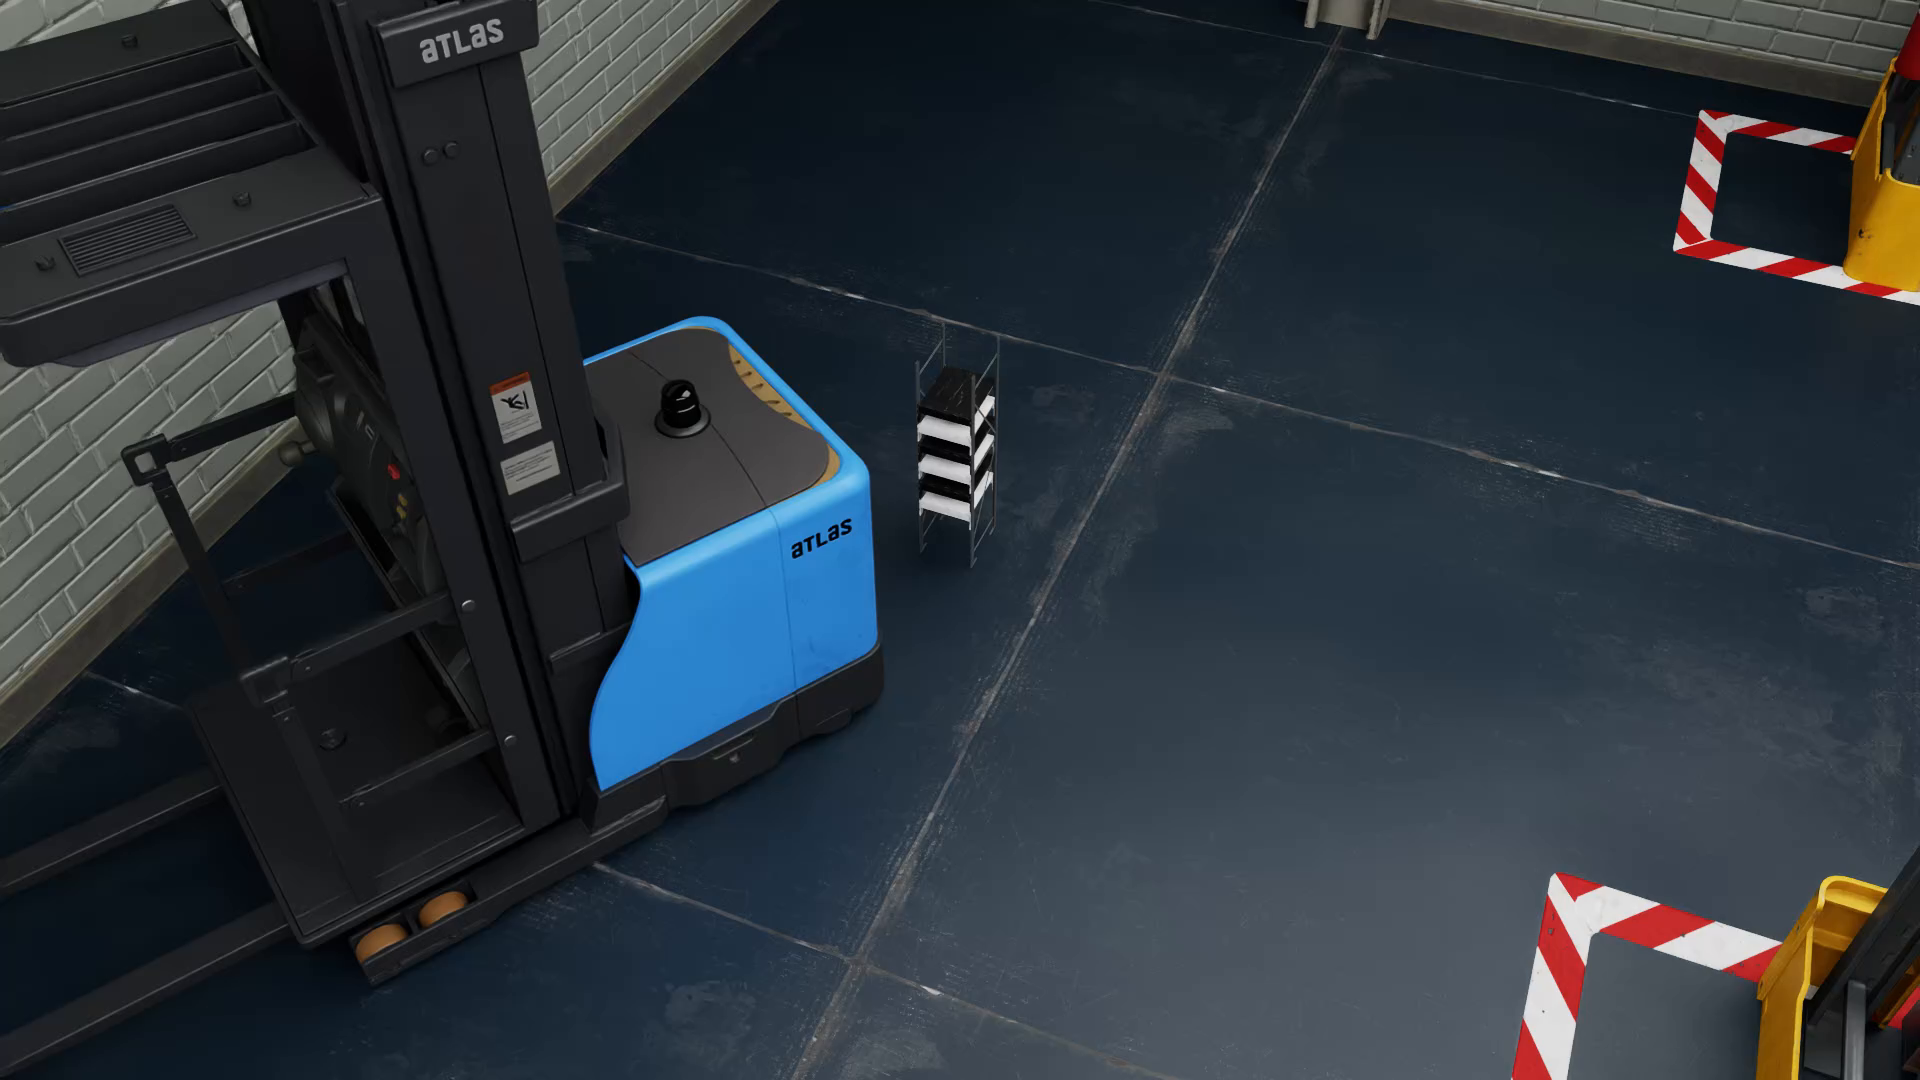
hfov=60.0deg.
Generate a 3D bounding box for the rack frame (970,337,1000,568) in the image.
[{"bbox_3d":[0.086,-0.294,5.907,0.006,0.900,0.240,16,47,16],"label":"rack frame"}]

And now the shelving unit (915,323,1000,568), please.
[{"bbox_3d":[-0.007,-0.321,5.935,0.210,0.900,0.258,16,47,16],"label":"shelving unit"}]

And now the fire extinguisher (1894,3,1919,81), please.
[{"bbox_3d":[3.943,-2.171,6.624,0.183,0.674,0.296,16,47,16],"label":"fire extinguisher"}]

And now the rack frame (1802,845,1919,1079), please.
[{"bbox_3d":[2.349,0.641,3.479,0.127,3.000,1.000,16,47,16],"label":"rack frame"}]

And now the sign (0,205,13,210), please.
[{"bbox_3d":[-2.939,-0.956,4.893,0.001,0.218,0.327,16,47,16],"label":"sign"}]

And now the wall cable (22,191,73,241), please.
[{"bbox_3d":[-2.864,-1.247,4.634,0.123,1.953,0.585,16,47,16],"label":"wall cable"}]

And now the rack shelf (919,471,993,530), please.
[{"bbox_3d":[-0.007,-0.170,6.085,0.200,0.077,0.258,16,47,16],"label":"rack shelf"}]

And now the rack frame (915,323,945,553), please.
[{"bbox_3d":[-0.101,-0.349,5.963,0.006,0.900,0.240,16,47,16],"label":"rack frame"}]

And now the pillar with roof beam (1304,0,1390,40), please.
[{"bbox_3d":[0.458,-3.235,3.121,0.400,9.000,9.100,16,47,16],"label":"pillar with roof beam"}]

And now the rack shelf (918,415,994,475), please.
[{"bbox_3d":[-0.007,-0.361,5.895,0.200,0.077,0.258,16,47,16],"label":"rack shelf"}]

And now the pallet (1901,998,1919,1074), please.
[{"bbox_3d":[3.117,1.795,4.296,1.213,0.211,1.003,16,47,16],"label":"pallet"}]

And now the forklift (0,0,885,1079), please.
[{"bbox_3d":[-1.754,-0.166,4.338,3.031,2.935,1.130,-26,51,-24],"label":"forklift"}]

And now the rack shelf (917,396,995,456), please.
[{"bbox_3d":[-0.007,-0.425,5.831,0.200,0.077,0.258,16,47,16],"label":"rack shelf"}]

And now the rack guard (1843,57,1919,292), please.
[{"bbox_3d":[4.327,-1.685,7.589,0.348,0.500,1.175,16,47,16],"label":"rack guard"}]

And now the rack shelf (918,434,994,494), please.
[{"bbox_3d":[-0.007,-0.298,5.958,0.200,0.077,0.258,16,47,16],"label":"rack shelf"}]

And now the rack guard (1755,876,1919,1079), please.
[{"bbox_3d":[2.327,1.520,4.368,0.348,0.500,1.175,16,47,16],"label":"rack guard"}]

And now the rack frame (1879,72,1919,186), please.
[{"bbox_3d":[4.257,-2.591,6.728,0.127,3.000,1.000,16,47,16],"label":"rack frame"}]

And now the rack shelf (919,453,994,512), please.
[{"bbox_3d":[-0.007,-0.234,6.022,0.200,0.077,0.258,16,47,16],"label":"rack shelf"}]

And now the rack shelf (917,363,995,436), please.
[{"bbox_3d":[-0.007,-0.489,5.768,0.200,0.077,0.258,16,47,16],"label":"rack shelf"}]
